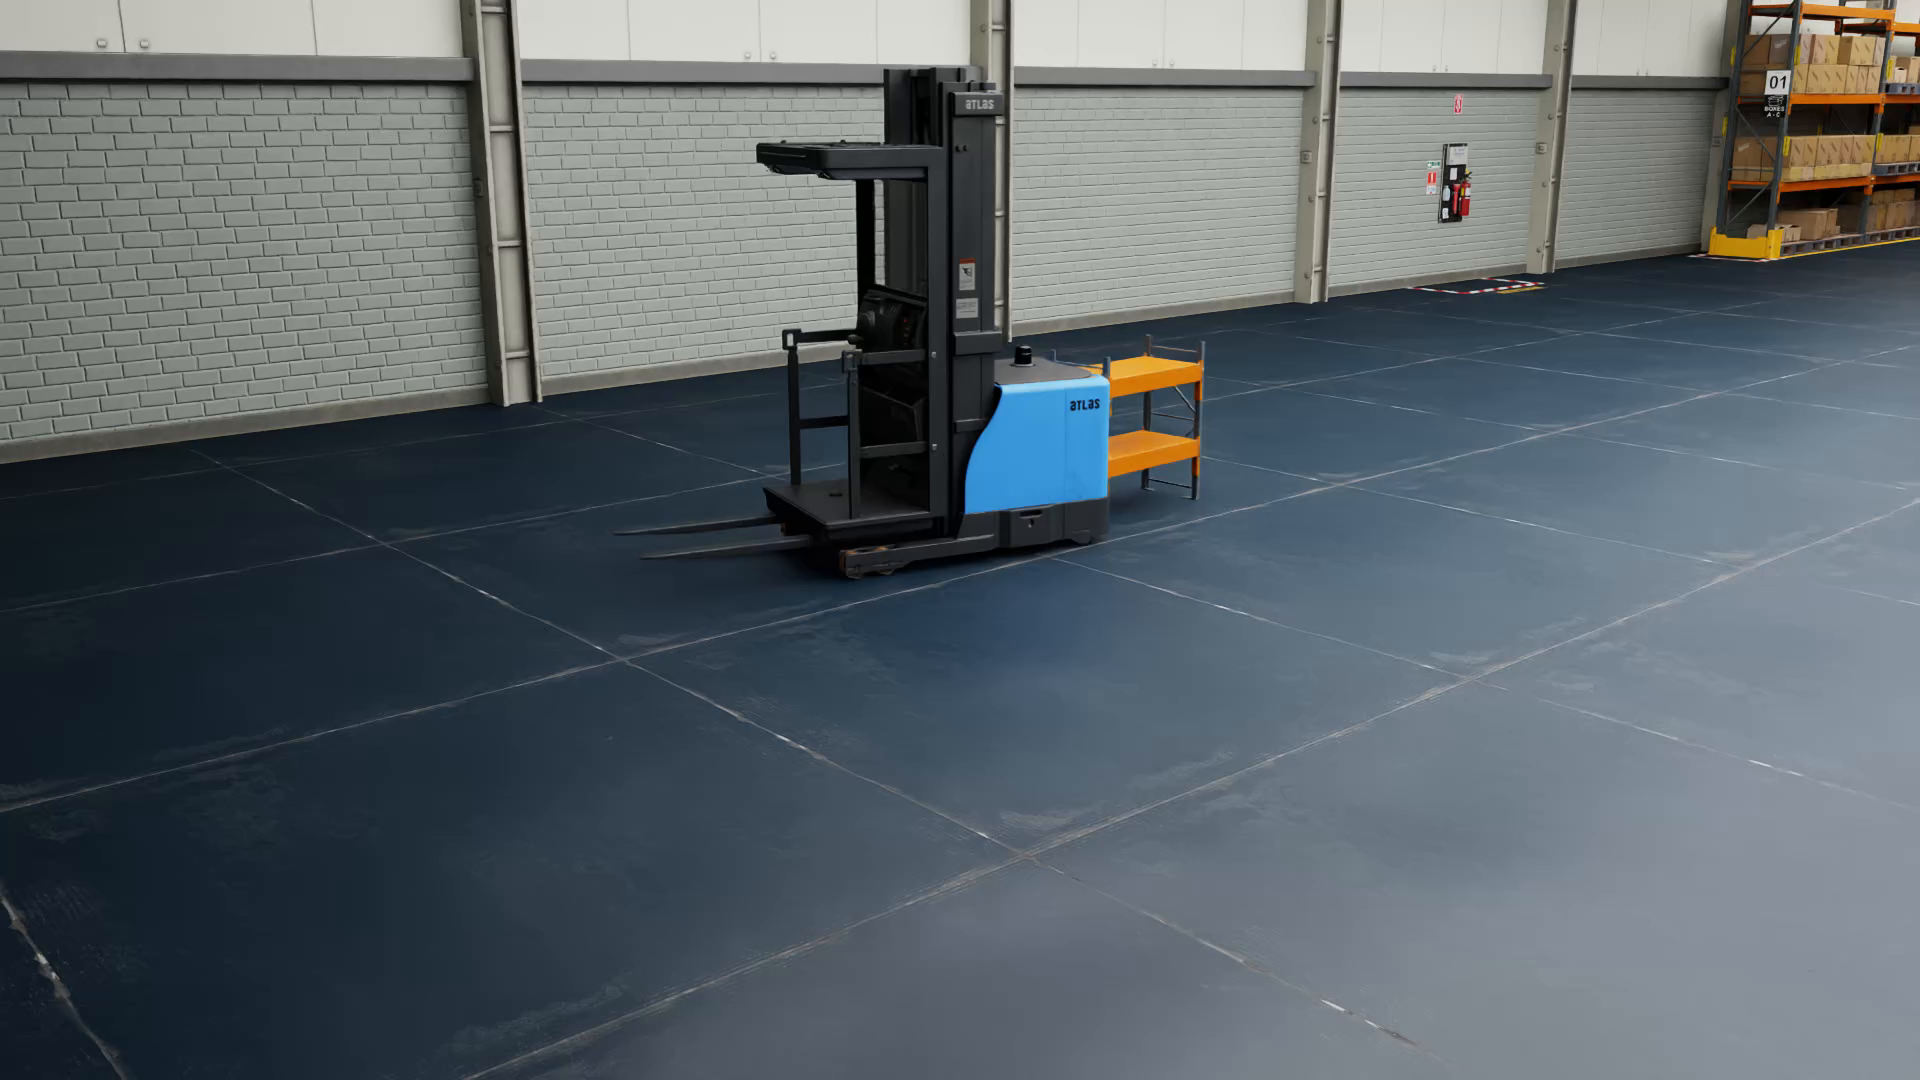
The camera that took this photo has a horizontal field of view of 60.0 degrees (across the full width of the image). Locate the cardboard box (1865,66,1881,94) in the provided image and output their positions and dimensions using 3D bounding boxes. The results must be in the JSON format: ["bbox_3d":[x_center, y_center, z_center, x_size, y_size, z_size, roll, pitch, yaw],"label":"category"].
[{"bbox_3d":[16.775,-8.575,30.995,0.500,0.500,0.500,-12,19,-38],"label":"cardboard box"}]

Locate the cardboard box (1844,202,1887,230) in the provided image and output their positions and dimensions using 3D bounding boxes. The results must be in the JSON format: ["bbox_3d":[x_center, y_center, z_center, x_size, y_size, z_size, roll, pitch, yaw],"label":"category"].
[{"bbox_3d":[17.896,-6.432,33.009,0.500,0.500,0.700,-13,20,-40],"label":"cardboard box"}]

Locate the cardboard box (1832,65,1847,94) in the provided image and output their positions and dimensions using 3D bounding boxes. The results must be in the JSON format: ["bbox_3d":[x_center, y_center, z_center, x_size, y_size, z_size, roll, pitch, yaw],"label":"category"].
[{"bbox_3d":[15.602,-8.307,29.992,0.500,0.500,0.500,-11,19,-36],"label":"cardboard box"}]

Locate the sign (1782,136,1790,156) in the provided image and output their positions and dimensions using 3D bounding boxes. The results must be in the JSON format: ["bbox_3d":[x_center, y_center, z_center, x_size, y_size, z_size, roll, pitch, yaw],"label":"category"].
[{"bbox_3d":[14.334,-6.837,28.856,0.005,0.325,0.100,-13,19,-39],"label":"sign"}]

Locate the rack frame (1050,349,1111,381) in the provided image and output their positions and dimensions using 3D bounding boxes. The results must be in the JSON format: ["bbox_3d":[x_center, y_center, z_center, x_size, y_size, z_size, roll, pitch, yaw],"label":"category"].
[{"bbox_3d":[0.796,-0.691,11.157,0.500,1.125,0.032,14,21,43],"label":"rack frame"}]

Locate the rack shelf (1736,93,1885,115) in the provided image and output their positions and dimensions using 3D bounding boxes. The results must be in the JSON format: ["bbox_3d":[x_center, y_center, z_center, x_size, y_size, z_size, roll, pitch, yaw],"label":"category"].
[{"bbox_3d":[15.487,-7.965,30.337,4.000,0.370,1.077,-13,19,-39],"label":"rack shelf"}]

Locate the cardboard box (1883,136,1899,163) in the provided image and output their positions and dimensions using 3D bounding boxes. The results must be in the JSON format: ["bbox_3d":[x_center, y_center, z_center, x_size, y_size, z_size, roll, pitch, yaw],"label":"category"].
[{"bbox_3d":[17.828,-7.636,32.477,0.500,0.500,0.700,-10,18,-34],"label":"cardboard box"}]

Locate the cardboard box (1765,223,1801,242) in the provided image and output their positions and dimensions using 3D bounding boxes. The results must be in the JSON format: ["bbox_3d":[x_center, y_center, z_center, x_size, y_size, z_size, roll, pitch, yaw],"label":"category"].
[{"bbox_3d":[14.989,-5.634,30.388,0.500,0.311,0.500,-11,18,-35],"label":"cardboard box"}]

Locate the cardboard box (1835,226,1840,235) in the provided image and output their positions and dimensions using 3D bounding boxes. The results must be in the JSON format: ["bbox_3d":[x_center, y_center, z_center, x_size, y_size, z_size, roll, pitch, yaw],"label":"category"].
[{"bbox_3d":[16.611,-5.949,31.847,0.380,0.166,0.250,13,20,40],"label":"cardboard box"}]

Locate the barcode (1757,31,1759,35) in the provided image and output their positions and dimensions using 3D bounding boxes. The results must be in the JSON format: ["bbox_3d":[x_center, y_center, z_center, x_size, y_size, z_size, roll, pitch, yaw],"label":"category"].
[{"bbox_3d":[14.185,-9.012,29.571,0.075,0.075,0.001,-13,19,-39],"label":"barcode"}]

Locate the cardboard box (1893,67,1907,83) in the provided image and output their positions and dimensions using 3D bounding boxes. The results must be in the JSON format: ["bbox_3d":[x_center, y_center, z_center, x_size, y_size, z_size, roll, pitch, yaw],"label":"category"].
[{"bbox_3d":[17.925,-8.992,32.149,0.500,0.311,0.500,-12,19,-38],"label":"cardboard box"}]

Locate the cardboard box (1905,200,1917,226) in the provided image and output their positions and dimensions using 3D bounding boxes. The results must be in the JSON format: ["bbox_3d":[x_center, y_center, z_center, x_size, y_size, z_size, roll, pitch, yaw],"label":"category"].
[{"bbox_3d":[19.039,-6.688,33.966,0.500,0.500,0.700,-13,20,-39],"label":"cardboard box"}]

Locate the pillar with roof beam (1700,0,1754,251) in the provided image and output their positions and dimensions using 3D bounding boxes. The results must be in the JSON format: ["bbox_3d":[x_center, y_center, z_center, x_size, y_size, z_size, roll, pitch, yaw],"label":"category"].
[{"bbox_3d":[16.764,-8.872,26.525,0.400,9.000,9.100,-13,19,-39],"label":"pillar with roof beam"}]

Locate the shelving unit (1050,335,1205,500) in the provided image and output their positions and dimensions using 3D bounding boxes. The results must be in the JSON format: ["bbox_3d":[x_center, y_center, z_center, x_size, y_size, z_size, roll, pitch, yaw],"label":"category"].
[{"bbox_3d":[1.155,-0.784,11.505,0.538,1.125,1.048,14,21,43],"label":"shelving unit"}]

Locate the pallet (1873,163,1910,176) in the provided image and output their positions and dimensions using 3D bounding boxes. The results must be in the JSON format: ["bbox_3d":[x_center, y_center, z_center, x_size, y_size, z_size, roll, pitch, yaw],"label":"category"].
[{"bbox_3d":[17.667,-7.210,32.303,1.213,0.211,1.003,-13,19,-39],"label":"pallet"}]

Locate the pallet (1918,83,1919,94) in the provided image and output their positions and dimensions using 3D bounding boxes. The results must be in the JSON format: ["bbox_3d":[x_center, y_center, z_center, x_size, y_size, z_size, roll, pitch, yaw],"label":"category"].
[{"bbox_3d":[18.311,-8.820,32.511,1.003,0.211,1.213,-13,19,-39],"label":"pallet"}]

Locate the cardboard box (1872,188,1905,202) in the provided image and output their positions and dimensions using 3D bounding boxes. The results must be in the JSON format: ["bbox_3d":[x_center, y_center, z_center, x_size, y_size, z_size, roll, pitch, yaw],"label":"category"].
[{"bbox_3d":[18.648,-6.942,33.465,0.500,0.250,0.500,-13,20,-40],"label":"cardboard box"}]

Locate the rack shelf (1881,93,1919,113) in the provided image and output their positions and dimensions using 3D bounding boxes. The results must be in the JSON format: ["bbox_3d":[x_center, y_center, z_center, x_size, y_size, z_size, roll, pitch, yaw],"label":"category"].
[{"bbox_3d":[18.504,-8.642,32.874,4.000,0.370,1.077,-13,19,-39],"label":"rack shelf"}]

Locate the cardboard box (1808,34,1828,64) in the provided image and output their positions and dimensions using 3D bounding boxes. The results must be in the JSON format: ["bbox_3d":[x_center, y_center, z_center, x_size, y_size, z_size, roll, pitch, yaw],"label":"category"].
[{"bbox_3d":[14.839,-8.608,29.180,0.500,0.500,0.500,-13,20,-40],"label":"cardboard box"}]

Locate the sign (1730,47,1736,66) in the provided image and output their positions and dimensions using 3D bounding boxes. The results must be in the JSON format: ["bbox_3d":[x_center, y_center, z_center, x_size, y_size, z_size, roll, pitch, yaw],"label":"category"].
[{"bbox_3d":[13.629,-8.513,29.279,0.005,0.325,0.100,-13,19,-39],"label":"sign"}]

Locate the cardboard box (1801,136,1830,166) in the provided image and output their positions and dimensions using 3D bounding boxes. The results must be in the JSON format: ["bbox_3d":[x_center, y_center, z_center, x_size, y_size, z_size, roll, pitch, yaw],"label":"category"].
[{"bbox_3d":[15.309,-7.014,29.996,0.500,0.500,0.500,-13,20,-41],"label":"cardboard box"}]

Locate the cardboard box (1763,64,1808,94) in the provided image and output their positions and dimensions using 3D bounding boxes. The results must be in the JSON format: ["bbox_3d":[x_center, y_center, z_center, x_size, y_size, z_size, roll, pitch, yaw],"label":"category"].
[{"bbox_3d":[14.394,-8.039,28.990,0.500,0.500,0.500,-12,19,-38],"label":"cardboard box"}]

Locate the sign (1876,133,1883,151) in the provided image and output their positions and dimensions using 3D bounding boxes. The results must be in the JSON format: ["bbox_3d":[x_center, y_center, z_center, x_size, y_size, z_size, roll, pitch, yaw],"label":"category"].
[{"bbox_3d":[17.357,-7.516,31.397,0.005,0.325,0.100,-13,19,-39],"label":"sign"}]

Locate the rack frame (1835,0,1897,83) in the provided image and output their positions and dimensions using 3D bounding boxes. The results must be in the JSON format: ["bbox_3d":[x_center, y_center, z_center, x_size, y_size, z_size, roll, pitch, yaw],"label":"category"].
[{"bbox_3d":[16.995,-10.100,31.125,0.127,3.000,1.000,-13,19,-39],"label":"rack frame"}]

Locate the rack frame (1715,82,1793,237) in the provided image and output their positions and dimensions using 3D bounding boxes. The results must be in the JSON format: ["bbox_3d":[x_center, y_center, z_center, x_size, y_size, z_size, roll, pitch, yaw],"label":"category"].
[{"bbox_3d":[13.978,-6.524,29.363,0.127,3.000,1.000,-13,19,-39],"label":"rack frame"}]

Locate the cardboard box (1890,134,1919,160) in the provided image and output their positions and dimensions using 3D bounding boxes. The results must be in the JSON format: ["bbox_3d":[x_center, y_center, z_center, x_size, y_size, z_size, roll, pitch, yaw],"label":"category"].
[{"bbox_3d":[19.261,-7.959,33.687,0.700,0.500,0.500,14,20,42],"label":"cardboard box"}]

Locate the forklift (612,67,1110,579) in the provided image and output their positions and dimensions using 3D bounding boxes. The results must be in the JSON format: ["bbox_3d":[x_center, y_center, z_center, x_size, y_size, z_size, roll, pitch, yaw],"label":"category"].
[{"bbox_3d":[-0.600,-1.341,10.092,3.031,2.935,1.130,-7,17,-25],"label":"forklift"}]

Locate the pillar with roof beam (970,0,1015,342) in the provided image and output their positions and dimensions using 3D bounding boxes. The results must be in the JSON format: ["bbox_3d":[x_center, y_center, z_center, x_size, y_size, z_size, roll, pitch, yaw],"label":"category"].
[{"bbox_3d":[3.185,-5.822,15.110,0.400,9.000,9.100,-13,19,-39],"label":"pillar with roof beam"}]

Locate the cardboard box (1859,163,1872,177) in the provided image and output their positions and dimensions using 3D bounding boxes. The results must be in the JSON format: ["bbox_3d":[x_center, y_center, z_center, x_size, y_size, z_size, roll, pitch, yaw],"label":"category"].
[{"bbox_3d":[16.837,-7.000,31.395,0.500,0.250,0.500,-13,19,-39],"label":"cardboard box"}]

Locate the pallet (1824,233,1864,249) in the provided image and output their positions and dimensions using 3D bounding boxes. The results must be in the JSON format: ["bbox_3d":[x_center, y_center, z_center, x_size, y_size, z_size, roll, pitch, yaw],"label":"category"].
[{"bbox_3d":[16.512,-5.734,31.808,1.213,0.211,1.003,-13,19,-39],"label":"pallet"}]

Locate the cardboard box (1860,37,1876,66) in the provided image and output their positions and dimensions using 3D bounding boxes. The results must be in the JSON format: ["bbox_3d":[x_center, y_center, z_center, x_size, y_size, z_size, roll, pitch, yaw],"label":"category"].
[{"bbox_3d":[16.387,-8.959,30.495,0.500,0.500,0.500,-11,19,-36],"label":"cardboard box"}]

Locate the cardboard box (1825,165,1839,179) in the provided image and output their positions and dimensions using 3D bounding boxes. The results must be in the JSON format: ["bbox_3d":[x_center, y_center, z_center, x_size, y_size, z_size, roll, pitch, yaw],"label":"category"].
[{"bbox_3d":[15.708,-6.743,30.435,0.500,0.250,0.500,-12,19,-39],"label":"cardboard box"}]

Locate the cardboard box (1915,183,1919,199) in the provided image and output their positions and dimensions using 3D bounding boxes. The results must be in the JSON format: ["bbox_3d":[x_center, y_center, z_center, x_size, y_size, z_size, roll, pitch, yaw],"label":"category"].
[{"bbox_3d":[20.654,-7.143,35.030,0.750,0.750,0.750,-13,20,-40],"label":"cardboard box"}]

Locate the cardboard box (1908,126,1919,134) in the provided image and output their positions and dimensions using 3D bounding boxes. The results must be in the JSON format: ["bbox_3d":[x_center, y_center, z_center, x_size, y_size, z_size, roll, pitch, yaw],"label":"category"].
[{"bbox_3d":[19.539,-8.332,33.827,0.380,0.149,0.250,12,19,38],"label":"cardboard box"}]

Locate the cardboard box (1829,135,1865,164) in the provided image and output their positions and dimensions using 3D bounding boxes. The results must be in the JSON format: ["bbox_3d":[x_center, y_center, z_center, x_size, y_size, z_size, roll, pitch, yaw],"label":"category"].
[{"bbox_3d":[16.469,-7.275,30.974,0.500,0.500,0.500,-13,20,-40],"label":"cardboard box"}]

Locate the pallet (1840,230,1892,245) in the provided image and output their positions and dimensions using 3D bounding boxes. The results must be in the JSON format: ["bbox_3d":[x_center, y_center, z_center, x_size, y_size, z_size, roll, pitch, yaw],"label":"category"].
[{"bbox_3d":[17.582,-5.987,32.754,1.213,0.211,1.003,-13,19,-39],"label":"pallet"}]

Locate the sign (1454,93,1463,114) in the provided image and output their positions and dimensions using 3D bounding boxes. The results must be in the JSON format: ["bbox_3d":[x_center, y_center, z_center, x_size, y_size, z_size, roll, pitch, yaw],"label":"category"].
[{"bbox_3d":[7.451,-6.522,24.861,0.199,0.298,0.001,-13,19,-39],"label":"sign"}]

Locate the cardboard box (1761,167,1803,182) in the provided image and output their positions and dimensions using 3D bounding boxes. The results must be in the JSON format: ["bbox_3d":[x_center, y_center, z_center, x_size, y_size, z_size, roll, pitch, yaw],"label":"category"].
[{"bbox_3d":[14.554,-6.482,29.458,0.500,0.250,0.500,-13,20,-41],"label":"cardboard box"}]
